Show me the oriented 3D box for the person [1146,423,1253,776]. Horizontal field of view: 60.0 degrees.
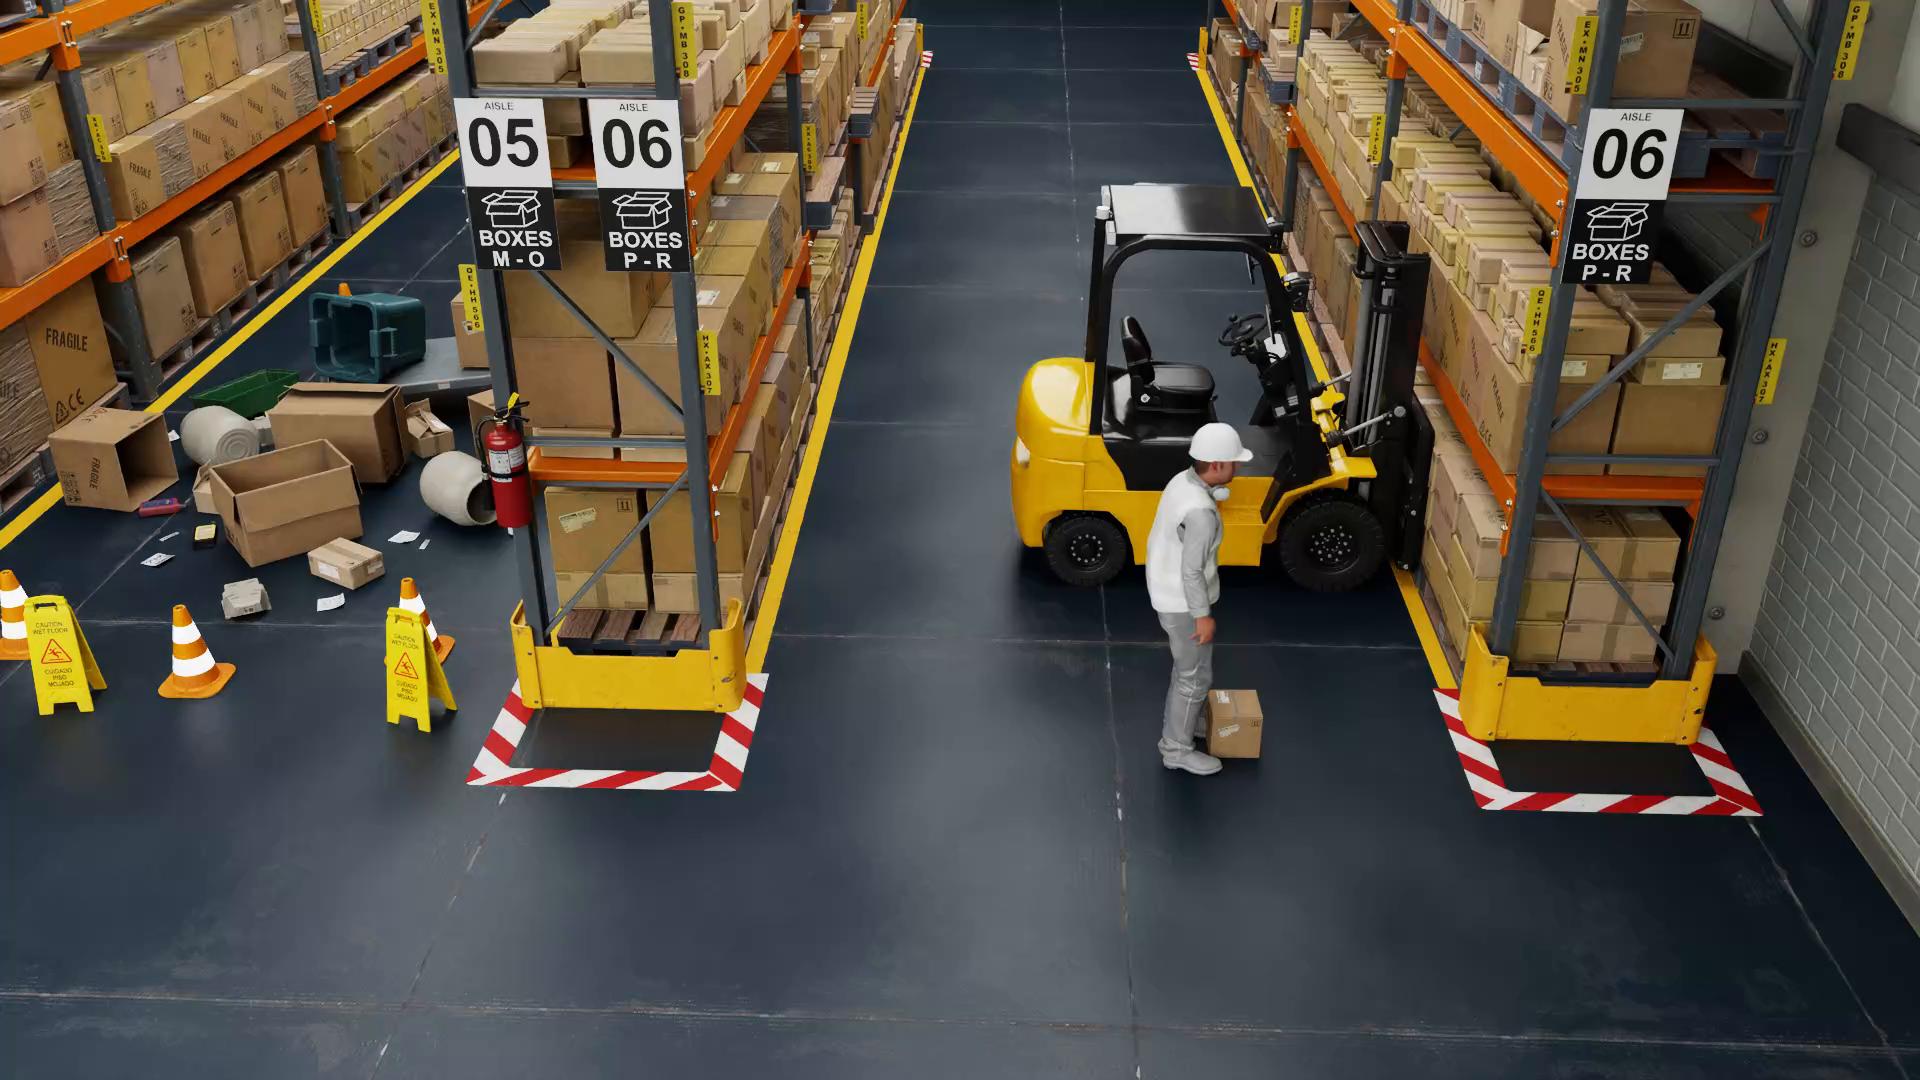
[{"bbox_3d":[1.134,0.260,8.100,0.466,1.771,0.584,1,28,1],"label":"person"}]
